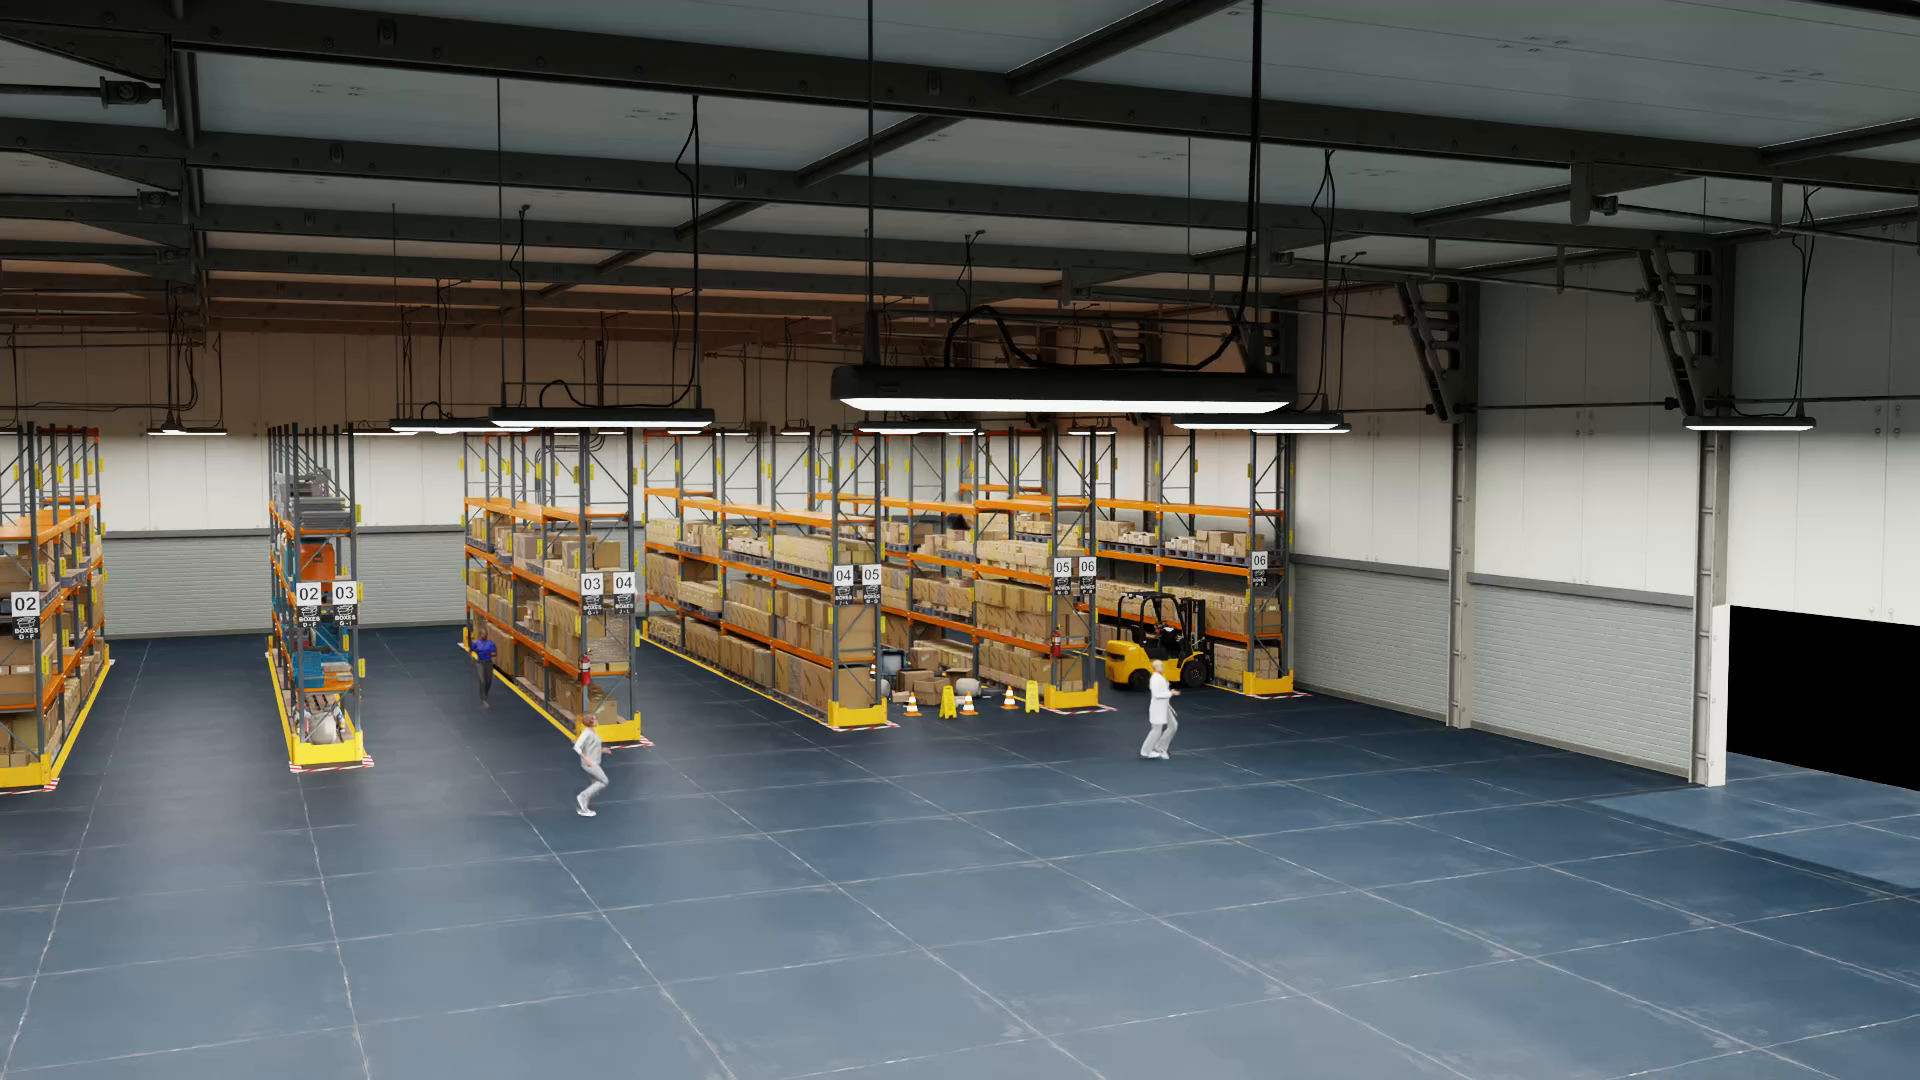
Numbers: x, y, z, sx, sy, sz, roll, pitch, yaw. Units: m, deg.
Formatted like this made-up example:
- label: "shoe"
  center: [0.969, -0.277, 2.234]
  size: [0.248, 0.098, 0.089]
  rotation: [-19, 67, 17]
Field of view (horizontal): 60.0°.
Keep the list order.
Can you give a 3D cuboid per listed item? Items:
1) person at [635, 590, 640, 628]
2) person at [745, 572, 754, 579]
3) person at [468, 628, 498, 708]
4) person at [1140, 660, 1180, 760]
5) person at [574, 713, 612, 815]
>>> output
- label: "person"
  center: [-9.817, 1.945, 48.717]
  size: [0.814, 1.632, 0.633]
  rotation: [-2, 4, -33]
- label: "person"
  center: [-6.331, 1.774, 50.442]
  size: [0.764, 1.769, 0.726]
  rotation: [-2, 4, -25]
- label: "person"
  center: [-10.152, 2.713, 35.477]
  size: [0.574, 1.631, 0.941]
  rotation: [-2, 4, -29]
- label: "person"
  center: [3.587, 3.042, 29.597]
  size: [0.750, 1.803, 0.688]
  rotation: [1, 4, 23]
- label: "person"
  center: [-5.540, 3.399, 25.179]
  size: [0.549, 1.559, 0.522]
  rotation: [0, 3, -4]
